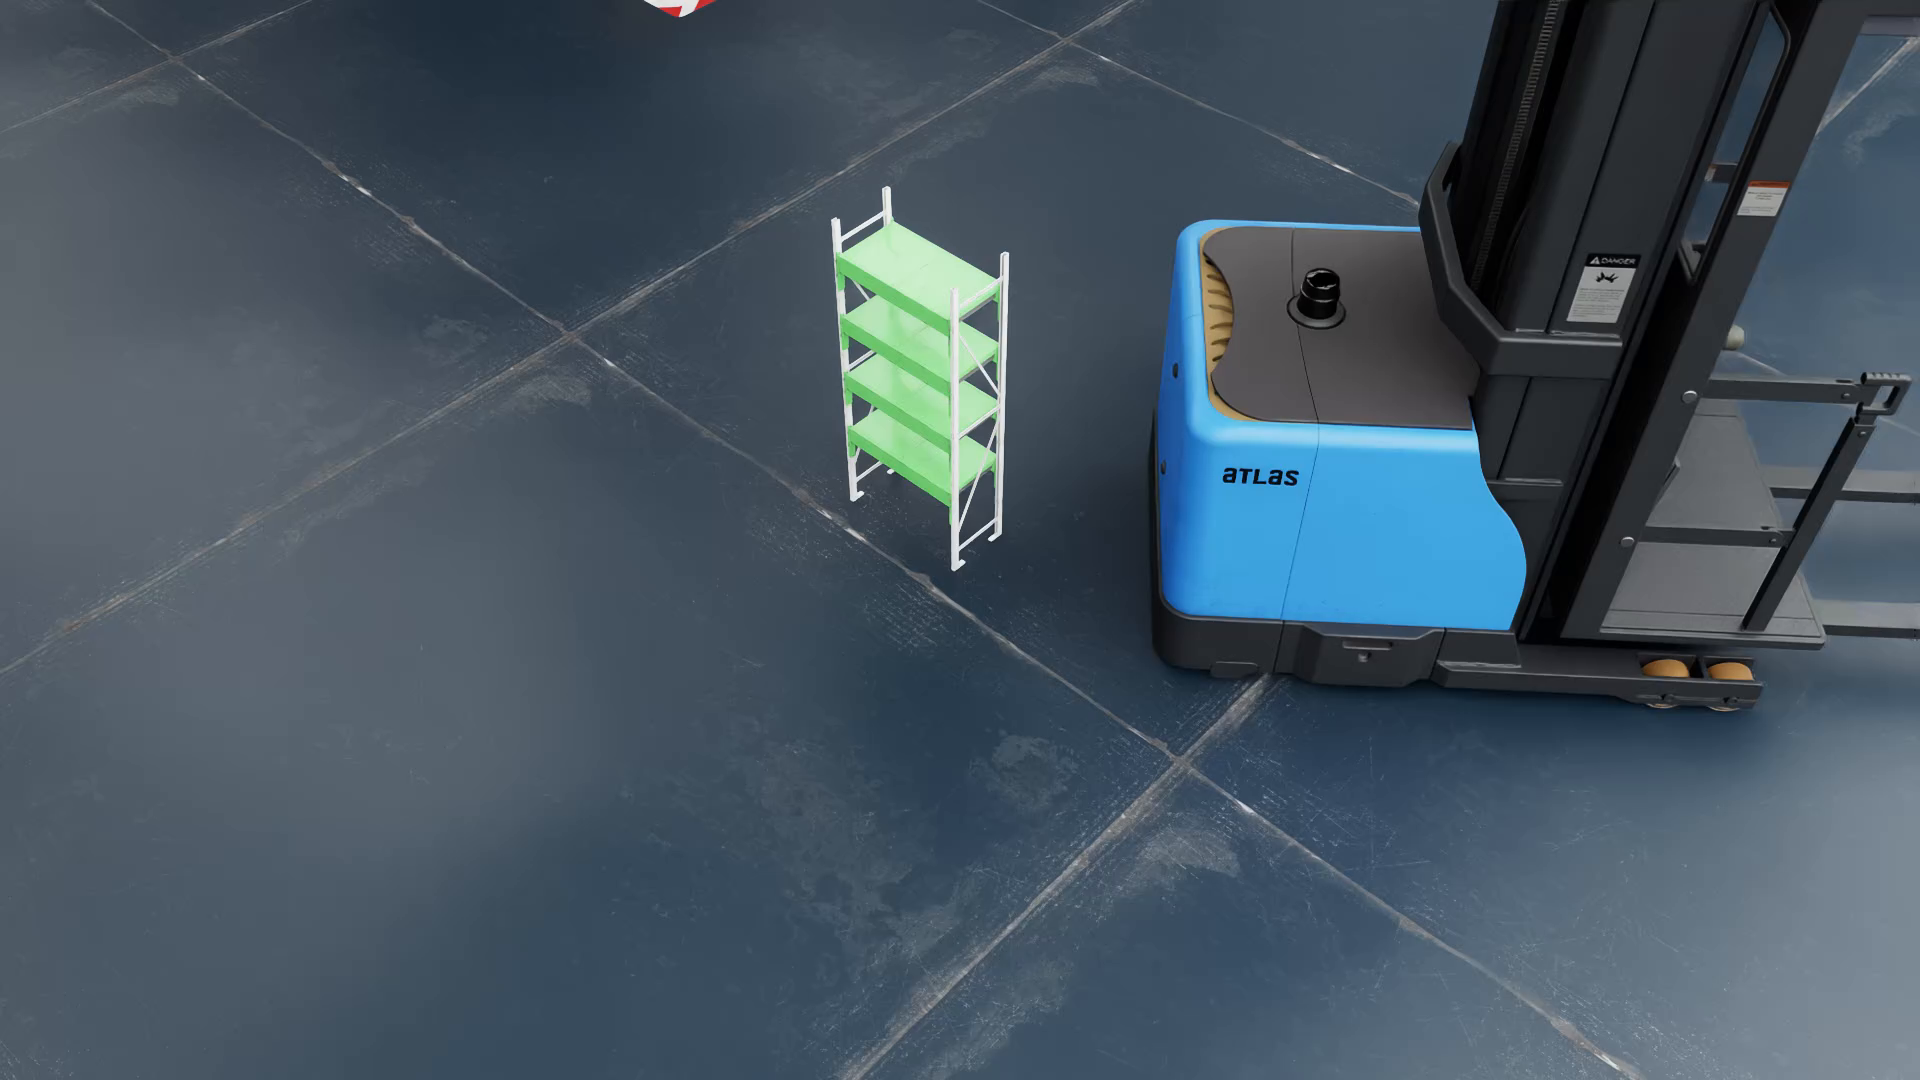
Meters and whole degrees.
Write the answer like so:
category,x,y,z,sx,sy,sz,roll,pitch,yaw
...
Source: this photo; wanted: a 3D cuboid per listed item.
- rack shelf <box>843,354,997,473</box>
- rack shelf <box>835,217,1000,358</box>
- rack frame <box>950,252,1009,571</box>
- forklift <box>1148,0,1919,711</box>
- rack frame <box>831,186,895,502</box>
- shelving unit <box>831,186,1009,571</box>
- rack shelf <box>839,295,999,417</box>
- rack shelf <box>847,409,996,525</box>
category,x,y,z,sx,sy,sz,roll,pitch,yaw
rack shelf,-0.122,-0.449,5.436,0.480,0.148,0.258,34,55,28
rack shelf,-0.122,-0.777,5.086,0.480,0.148,0.258,34,55,28
rack frame,0.058,-0.372,5.276,0.015,1.200,0.240,34,55,28
forklift,2.156,-0.867,4.553,3.031,2.935,1.130,3,47,2
rack frame,-0.301,-0.613,5.503,0.015,1.200,0.240,34,55,28
shelving unit,-0.122,-0.493,5.389,0.503,1.200,0.258,34,55,28
rack shelf,-0.122,-0.613,5.261,0.480,0.148,0.258,34,55,28
rack shelf,-0.122,-0.285,5.611,0.480,0.148,0.258,34,55,28
